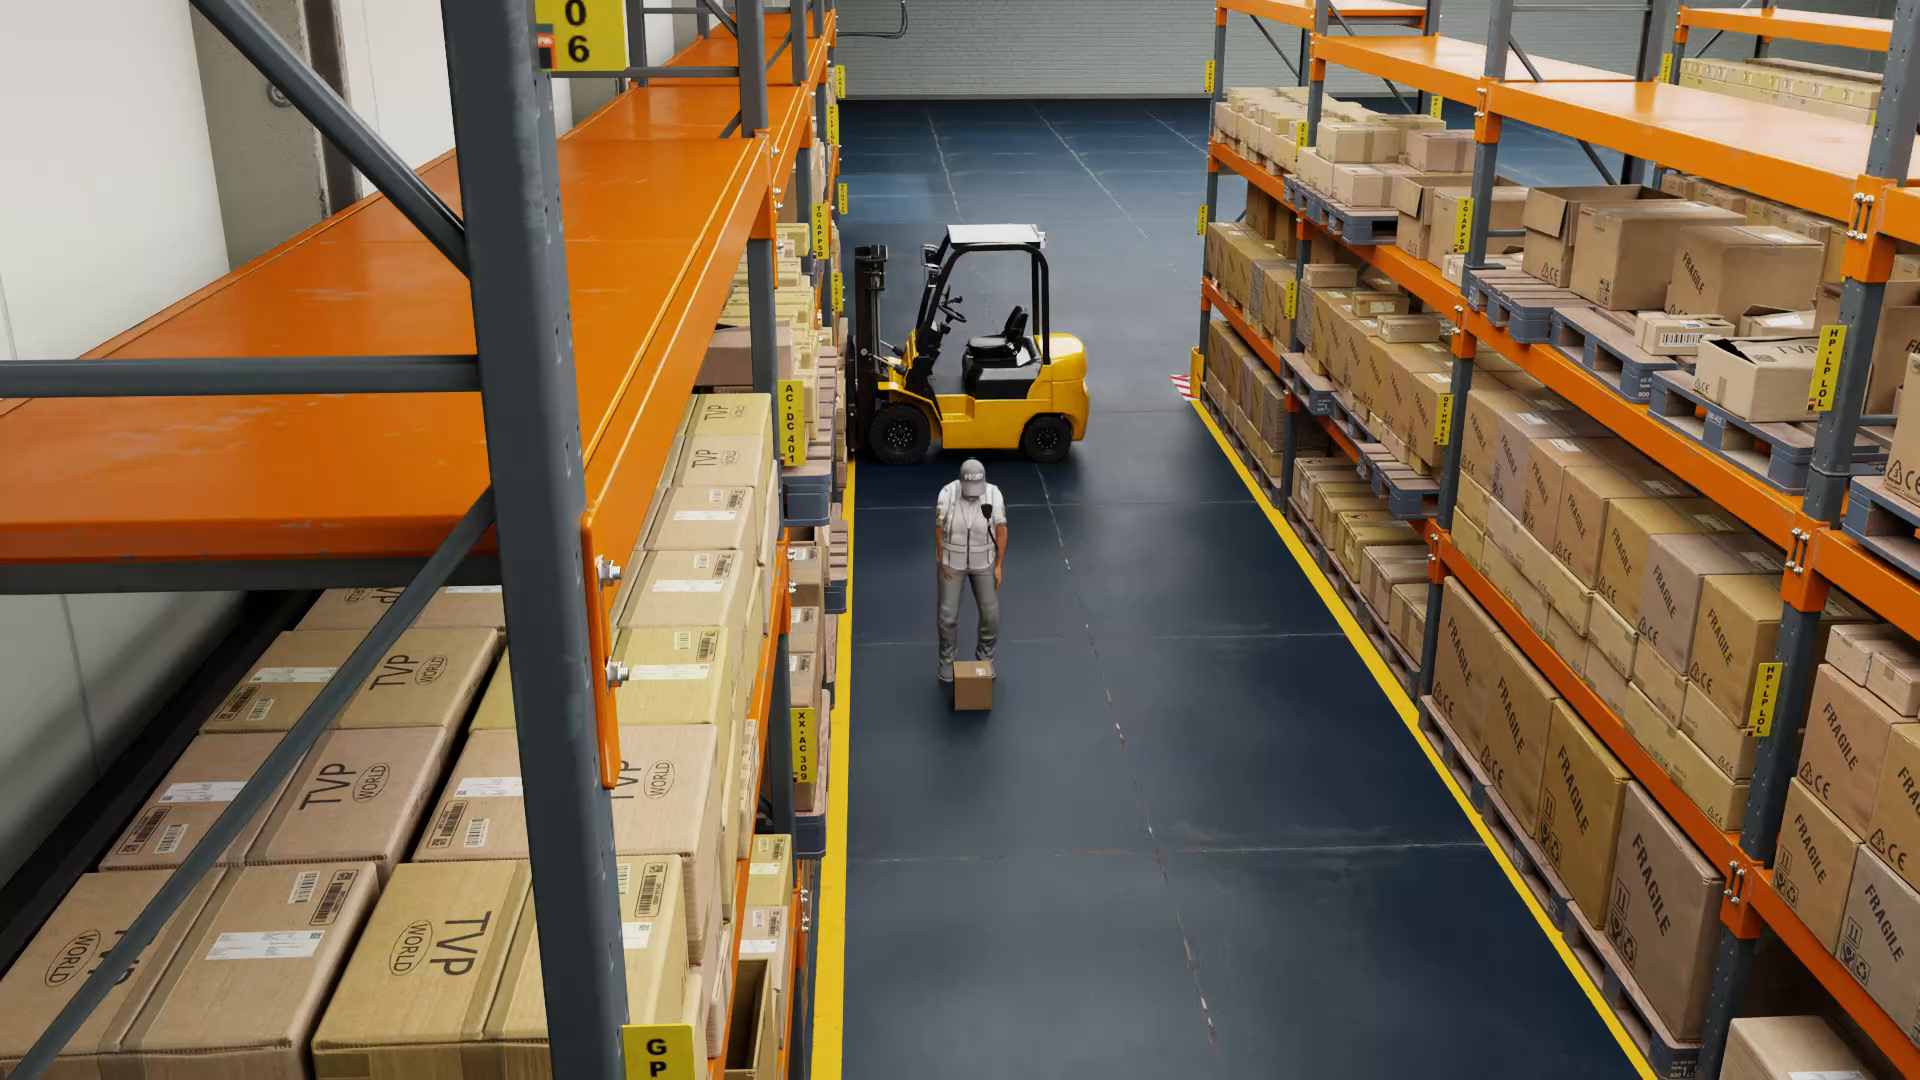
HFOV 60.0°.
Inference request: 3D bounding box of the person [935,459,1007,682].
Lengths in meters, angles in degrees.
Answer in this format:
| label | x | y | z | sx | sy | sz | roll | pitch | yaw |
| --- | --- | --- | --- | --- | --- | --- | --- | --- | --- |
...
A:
| label | x | y | z | sx | sy | sz | roll | pitch | yaw |
| --- | --- | --- | --- | --- | --- | --- | --- | --- | --- |
| person | 0.078 | 0.191 | 11.468 | 0.496 | 1.619 | 0.479 | -1 | 21 | -2 |
